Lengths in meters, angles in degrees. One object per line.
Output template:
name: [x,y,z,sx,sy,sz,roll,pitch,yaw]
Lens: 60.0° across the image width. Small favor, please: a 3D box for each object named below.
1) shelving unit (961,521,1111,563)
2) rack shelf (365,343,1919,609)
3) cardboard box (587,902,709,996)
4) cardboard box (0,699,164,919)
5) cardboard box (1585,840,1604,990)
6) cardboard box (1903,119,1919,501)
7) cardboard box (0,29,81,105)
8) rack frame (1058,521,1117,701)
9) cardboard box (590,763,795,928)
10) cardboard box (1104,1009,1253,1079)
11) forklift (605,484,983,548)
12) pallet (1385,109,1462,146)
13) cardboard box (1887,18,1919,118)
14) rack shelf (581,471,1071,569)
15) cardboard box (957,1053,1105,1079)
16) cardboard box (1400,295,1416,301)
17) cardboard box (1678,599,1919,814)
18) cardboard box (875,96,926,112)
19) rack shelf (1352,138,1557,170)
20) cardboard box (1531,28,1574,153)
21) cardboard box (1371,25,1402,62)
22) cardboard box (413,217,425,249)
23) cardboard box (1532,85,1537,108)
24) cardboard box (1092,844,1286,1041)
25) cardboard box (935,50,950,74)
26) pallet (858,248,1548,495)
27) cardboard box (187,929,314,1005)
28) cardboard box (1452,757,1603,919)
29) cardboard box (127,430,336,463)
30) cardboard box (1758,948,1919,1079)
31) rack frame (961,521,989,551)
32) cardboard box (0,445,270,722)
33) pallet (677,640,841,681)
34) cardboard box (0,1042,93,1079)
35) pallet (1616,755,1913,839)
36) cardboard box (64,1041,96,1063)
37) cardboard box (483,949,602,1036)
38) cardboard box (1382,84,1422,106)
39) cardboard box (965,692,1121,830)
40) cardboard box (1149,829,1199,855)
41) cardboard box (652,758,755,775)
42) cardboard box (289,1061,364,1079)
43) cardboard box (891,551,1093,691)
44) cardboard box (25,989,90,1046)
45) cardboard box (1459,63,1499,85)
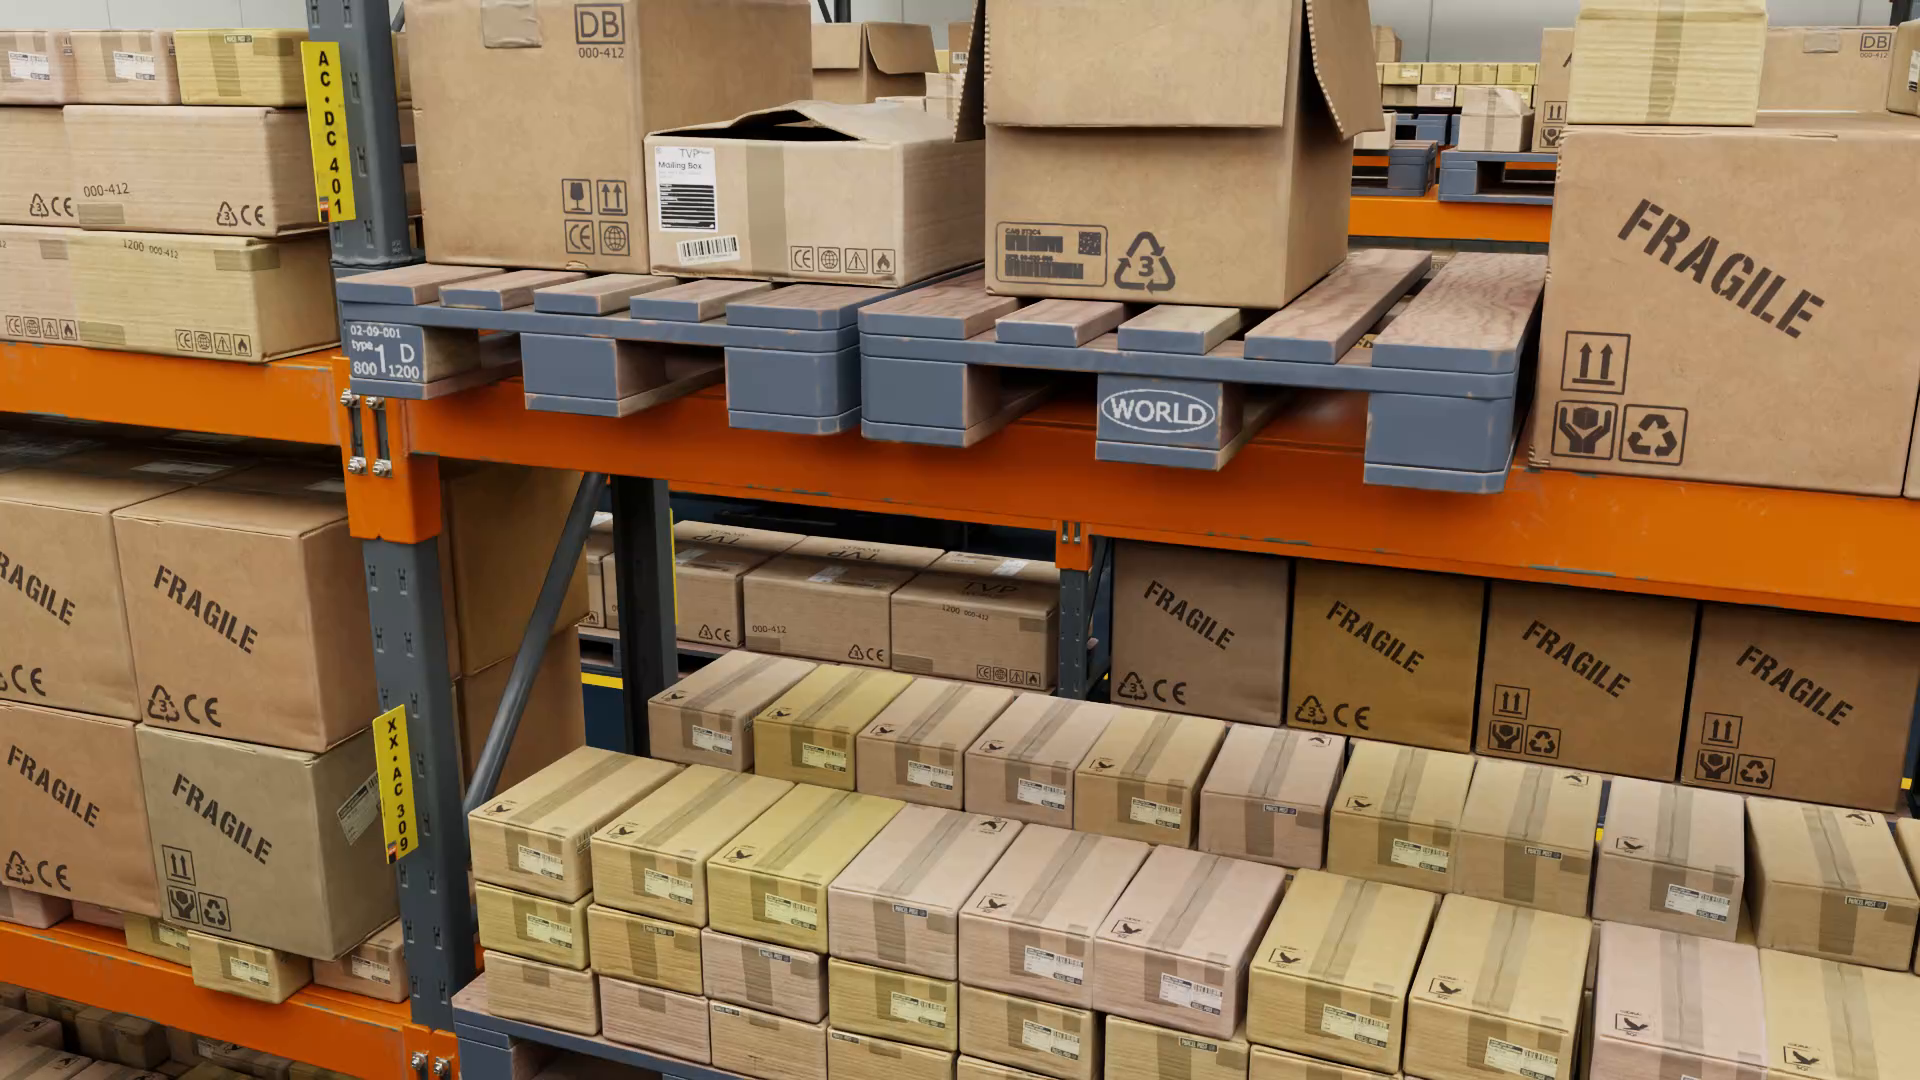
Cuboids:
shelving unit: [0.585,-0.658,11.750,1.048,1.500,0.538,6,17,20]
rack shelf: [0.874,-0.105,3.066,4.000,0.370,1.077,6,17,21]
cardboard box: [-0.547,0.747,3.384,0.250,0.149,0.380,6,17,20]
cardboard box: [-2.022,0.565,4.135,0.500,0.500,0.500,6,17,19]
cardboard box: [1.390,0.764,3.326,0.250,0.149,0.380,6,17,21]
cardboard box: [1.640,-0.334,2.386,0.500,0.500,0.500,6,17,21]
cardboard box: [-1.870,-1.014,3.565,0.250,0.149,0.380,6,17,21]
rack frame: [0.736,-0.509,8.547,0.127,3.000,1.000,6,17,21]
cardboard box: [-0.527,0.605,3.340,0.250,0.149,0.380,7,18,22]
cardboard box: [0.434,0.854,3.016,0.250,0.149,0.380,6,17,20]
forklift: [-1.296,-1.566,12.311,3.031,2.935,1.130,6,17,20]
pallet: [3.135,-3.062,12.298,1.003,0.211,1.213,6,17,21]
cardboard box: [1.728,-0.843,2.765,0.258,0.266,0.396,6,17,21]
rack shelf: [-1.124,-0.368,9.352,4.000,0.370,1.077,6,17,21]
cardboard box: [0.173,0.969,3.153,0.250,0.149,0.380,5,17,18]
cardboard box: [2.192,-0.949,8.088,0.500,0.500,0.500,7,18,22]
cardboard box: [3.845,0.627,7.692,0.875,0.875,0.875,6,17,20]
cardboard box: [-0.221,-2.088,8.123,0.250,0.149,0.380,7,17,22]
rack shelf: [4.414,-2.687,11.960,4.000,0.370,1.077,6,17,21]
cardboard box: [2.711,-1.895,7.008,0.500,0.500,0.500,6,17,21]
cardboard box: [3.122,-3.676,12.317,0.258,0.266,0.396,6,17,21]
cardboard box: [-1.320,-0.699,4.090,0.500,0.250,0.500,7,18,23]
cardboard box: [4.125,-3.082,11.547,0.250,0.149,0.380,7,17,22]
cardboard box: [0.415,0.710,2.978,0.250,0.149,0.380,7,18,23]
cardboard box: [0.092,-3.742,13.142,0.500,0.250,0.500,6,17,20]
pallet: [0.515,-0.369,3.021,1.003,0.211,1.213,6,17,21]
cardboard box: [-1.617,0.939,4.009,0.250,0.149,0.380,6,17,19]
cardboard box: [1.153,0.596,3.370,0.250,0.149,0.380,7,18,22]
cardboard box: [-1.804,-0.044,4.440,0.500,0.500,0.500,6,17,19]
cardboard box: [1.384,0.817,2.609,0.250,0.149,0.380,7,18,22]
rack frame: [0.111,-0.708,11.924,0.032,1.500,0.500,6,17,20]
cardboard box: [-2.006,0.085,3.995,0.500,0.500,0.500,6,17,19]
pallet: [-1.081,0.608,9.702,1.213,0.211,1.003,6,17,21]
cardboard box: [-2.653,1.584,4.631,0.250,0.149,0.380,6,17,19]
pallet: [3.751,1.139,7.871,1.213,0.211,1.003,6,17,21]
cardboard box: [-2.643,1.535,5.333,0.250,0.149,0.380,6,17,21]
cardboard box: [-0.789,0.864,3.515,0.250,0.149,0.380,5,17,18]
cardboard box: [3.185,-3.197,11.942,0.250,0.149,0.380,6,17,21]
cardboard box: [0.193,0.490,3.736,0.250,0.149,0.380,6,17,20]
cardboard box: [0.429,0.657,3.693,0.250,0.149,0.380,5,17,18]
cardboard box: [-0.544,0.551,4.060,0.250,0.149,0.380,7,18,22]
cardboard box: [-1.719,1.521,4.846,0.250,0.149,0.380,6,17,20]
cardboard box: [0.191,0.428,9.162,0.875,0.438,0.875,6,17,20]
cardboard box: [-2.675,1.411,5.225,0.250,0.149,0.380,6,17,21]
cardboard box: [3.674,-3.289,11.726,0.250,0.149,0.380,7,17,21]
